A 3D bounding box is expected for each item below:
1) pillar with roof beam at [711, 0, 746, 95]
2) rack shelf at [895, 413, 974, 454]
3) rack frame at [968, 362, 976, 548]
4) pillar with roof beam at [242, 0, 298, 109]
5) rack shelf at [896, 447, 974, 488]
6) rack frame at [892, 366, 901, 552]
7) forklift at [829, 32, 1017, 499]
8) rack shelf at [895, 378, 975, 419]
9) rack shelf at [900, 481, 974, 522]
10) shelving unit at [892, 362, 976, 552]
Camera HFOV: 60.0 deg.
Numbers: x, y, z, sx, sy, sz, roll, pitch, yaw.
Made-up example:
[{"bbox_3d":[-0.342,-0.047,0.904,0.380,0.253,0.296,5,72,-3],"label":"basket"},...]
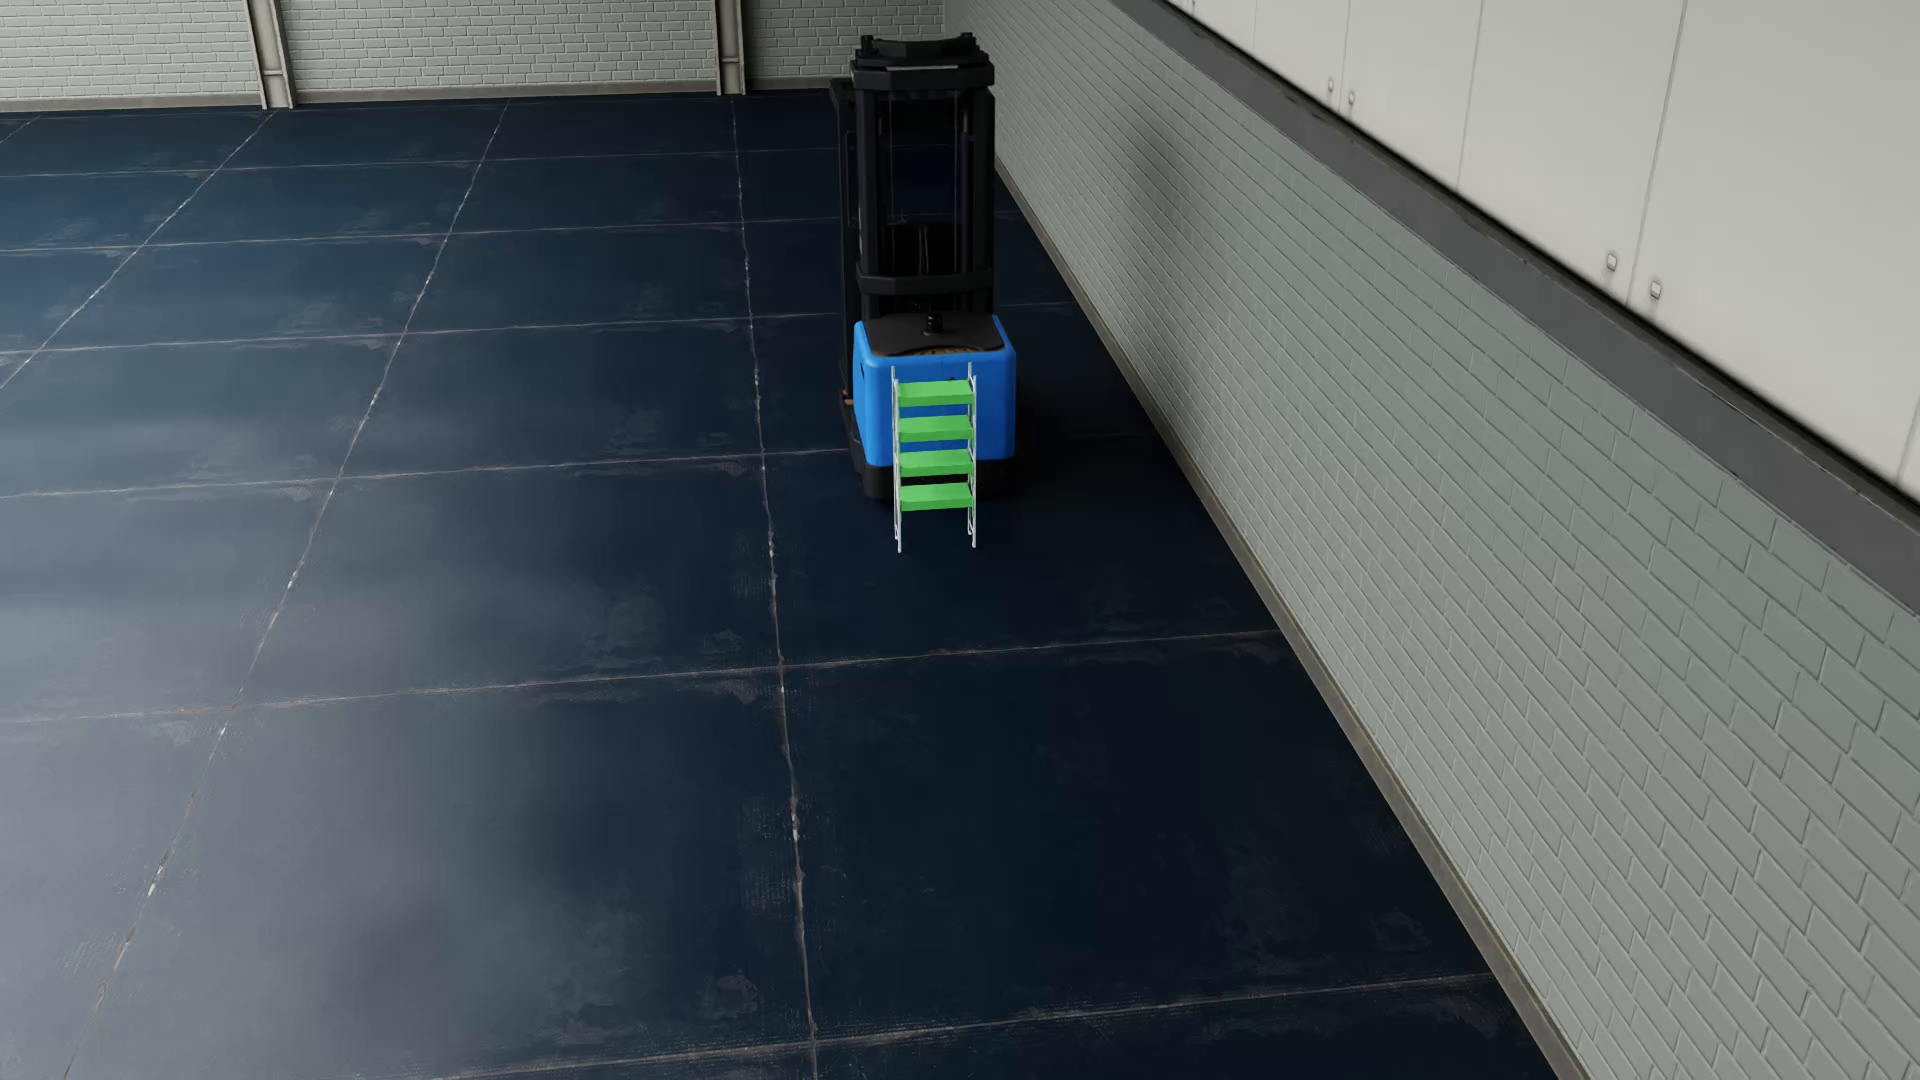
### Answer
[{"bbox_3d":[-2.565,-8.256,17.186,0.400,9.000,9.100,-4,27,-7],"label":"pillar with roof beam"},{"bbox_3d":[-0.164,-0.680,10.578,0.480,0.148,0.258,-4,27,-7],"label":"rack shelf"},{"bbox_3d":[0.078,-0.539,10.688,0.015,1.200,0.240,-4,27,-7],"label":"rack frame"},{"bbox_3d":[-8.506,-7.875,16.442,0.400,9.000,9.100,-4,27,-7],"label":"pillar with roof beam"},{"bbox_3d":[-0.164,-0.466,10.687,0.480,0.148,0.258,-4,27,-7],"label":"rack shelf"},{"bbox_3d":[-0.406,-0.508,10.628,0.015,1.200,0.240,-4,27,-7],"label":"rack frame"},{"bbox_3d":[-0.338,-2.230,12.088,1.130,2.935,3.031,-4,27,-8],"label":"forklift"},{"bbox_3d":[-0.164,-0.894,10.468,0.480,0.148,0.258,-4,27,-7],"label":"rack shelf"},{"bbox_3d":[-0.164,-0.253,10.797,0.480,0.148,0.258,-4,27,-7],"label":"rack shelf"},{"bbox_3d":[-0.164,-0.523,10.658,0.503,1.200,0.258,-4,27,-7],"label":"shelving unit"}]
